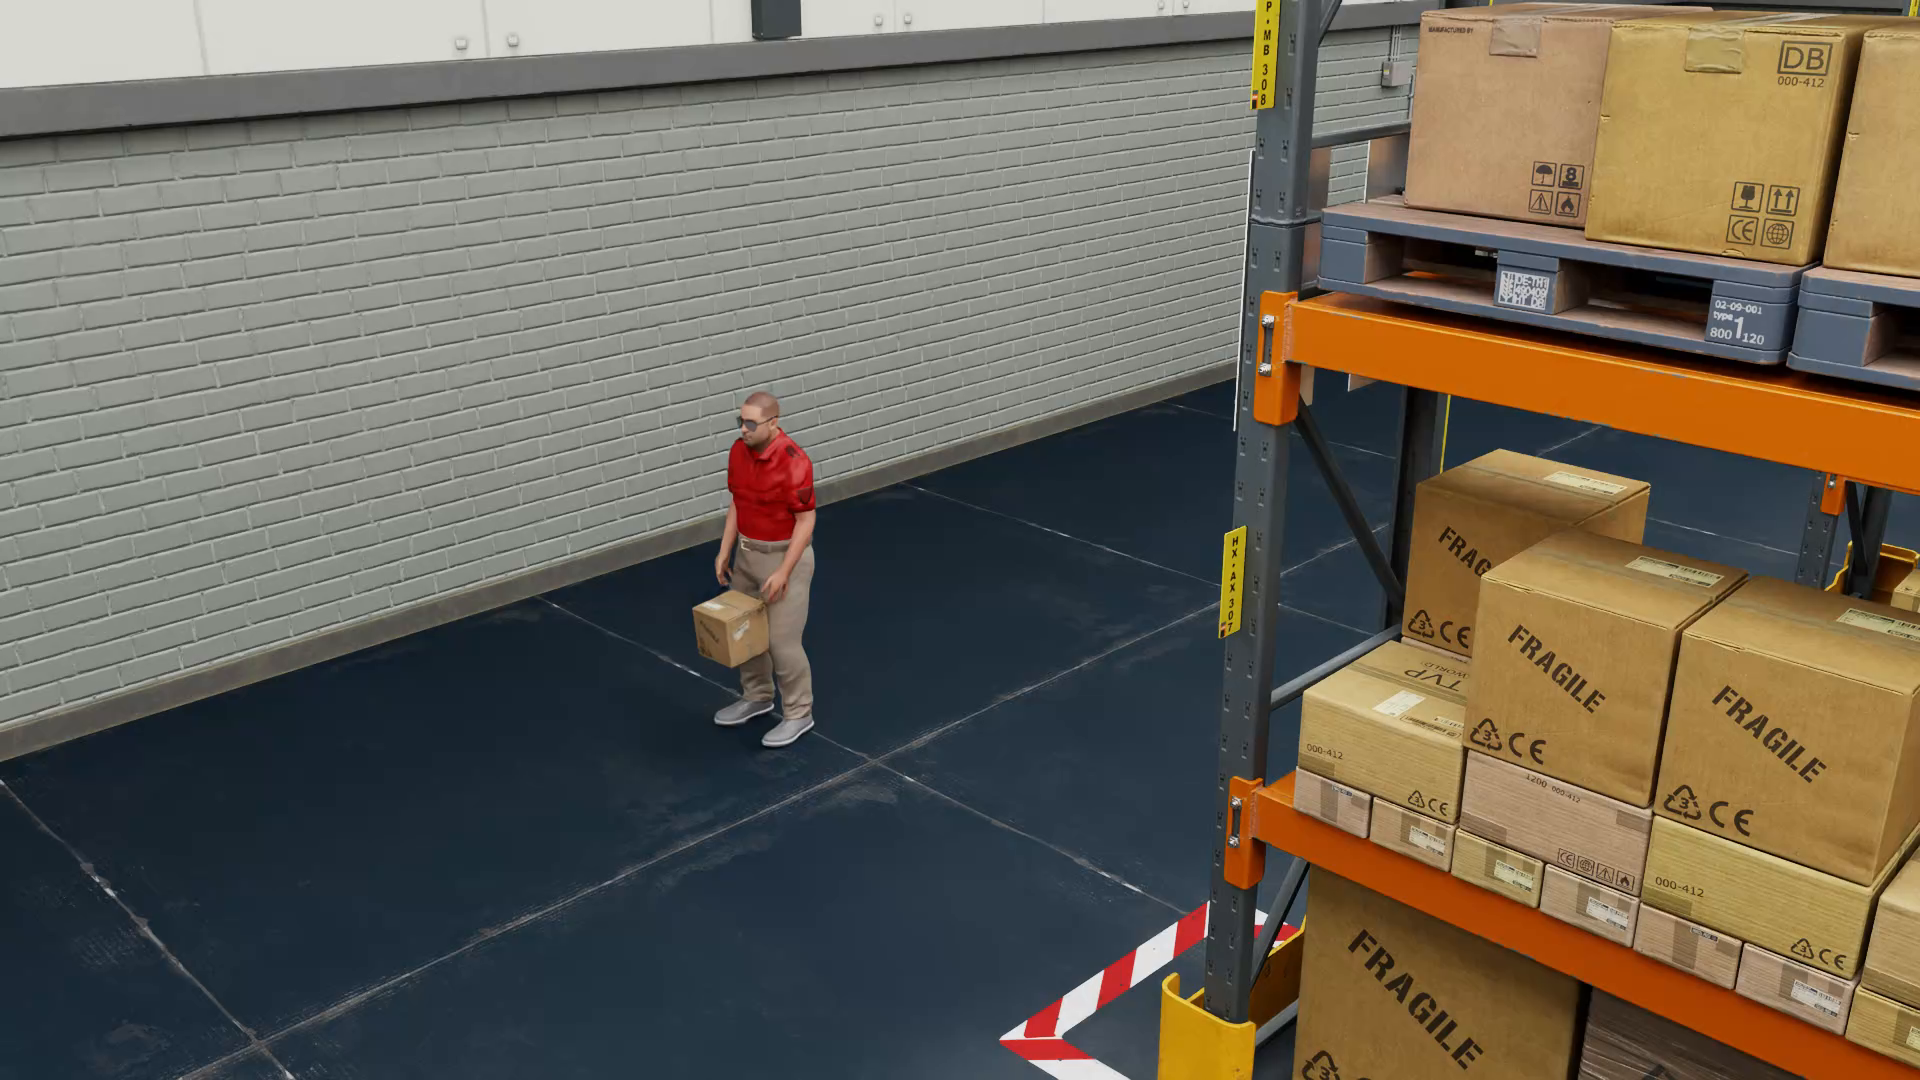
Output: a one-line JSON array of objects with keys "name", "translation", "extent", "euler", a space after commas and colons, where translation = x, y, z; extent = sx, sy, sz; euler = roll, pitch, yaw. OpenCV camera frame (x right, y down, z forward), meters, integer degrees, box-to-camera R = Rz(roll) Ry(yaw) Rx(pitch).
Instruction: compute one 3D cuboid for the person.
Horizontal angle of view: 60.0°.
[{"name": "person", "translation": [-0.926, 0.121, 8.008], "extent": [0.554, 1.732, 0.393], "euler": [18, 27, 40]}]
